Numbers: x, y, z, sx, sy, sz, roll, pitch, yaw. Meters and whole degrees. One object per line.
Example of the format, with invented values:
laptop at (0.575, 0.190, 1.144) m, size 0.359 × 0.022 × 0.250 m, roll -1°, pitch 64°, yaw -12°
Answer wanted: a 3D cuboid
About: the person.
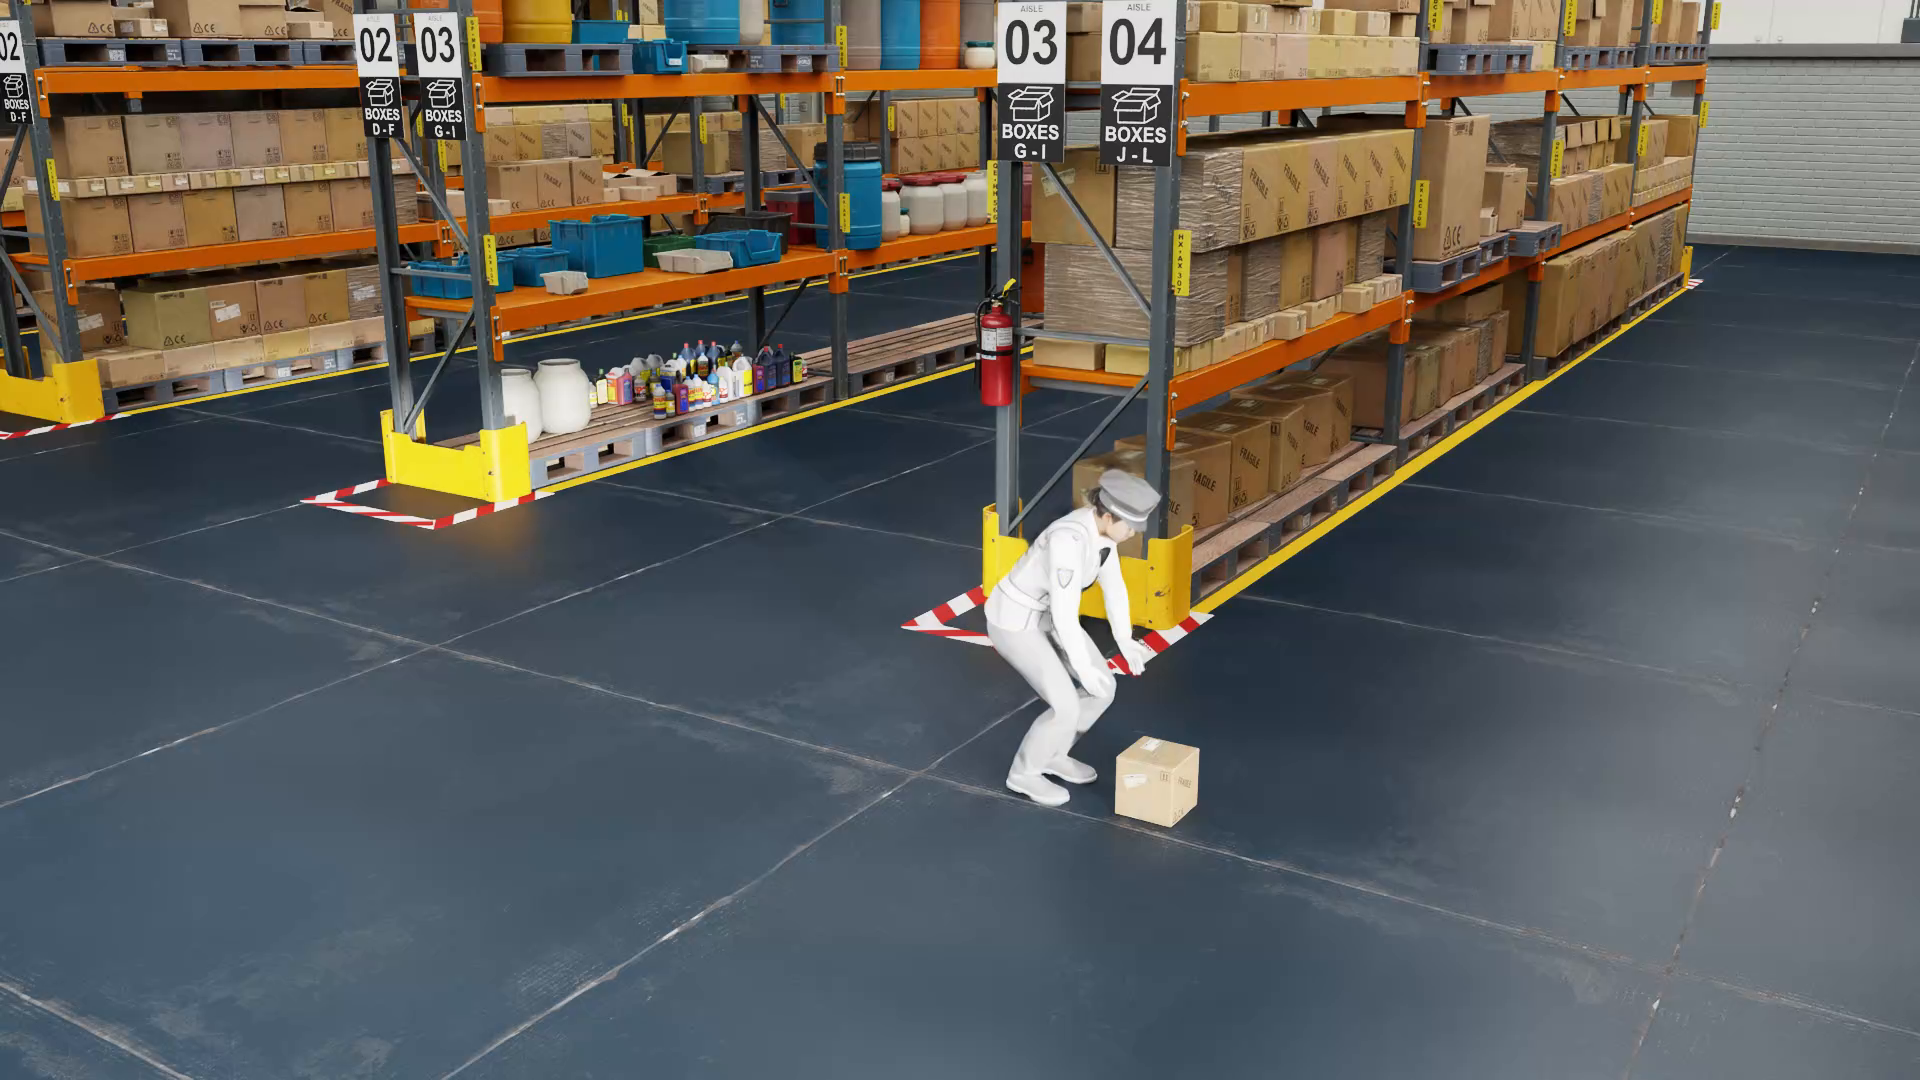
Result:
person at (0.463, 0.372, 6.791) m, size 0.709 × 1.375 × 0.535 m, roll 10°, pitch 19°, yaw 30°
